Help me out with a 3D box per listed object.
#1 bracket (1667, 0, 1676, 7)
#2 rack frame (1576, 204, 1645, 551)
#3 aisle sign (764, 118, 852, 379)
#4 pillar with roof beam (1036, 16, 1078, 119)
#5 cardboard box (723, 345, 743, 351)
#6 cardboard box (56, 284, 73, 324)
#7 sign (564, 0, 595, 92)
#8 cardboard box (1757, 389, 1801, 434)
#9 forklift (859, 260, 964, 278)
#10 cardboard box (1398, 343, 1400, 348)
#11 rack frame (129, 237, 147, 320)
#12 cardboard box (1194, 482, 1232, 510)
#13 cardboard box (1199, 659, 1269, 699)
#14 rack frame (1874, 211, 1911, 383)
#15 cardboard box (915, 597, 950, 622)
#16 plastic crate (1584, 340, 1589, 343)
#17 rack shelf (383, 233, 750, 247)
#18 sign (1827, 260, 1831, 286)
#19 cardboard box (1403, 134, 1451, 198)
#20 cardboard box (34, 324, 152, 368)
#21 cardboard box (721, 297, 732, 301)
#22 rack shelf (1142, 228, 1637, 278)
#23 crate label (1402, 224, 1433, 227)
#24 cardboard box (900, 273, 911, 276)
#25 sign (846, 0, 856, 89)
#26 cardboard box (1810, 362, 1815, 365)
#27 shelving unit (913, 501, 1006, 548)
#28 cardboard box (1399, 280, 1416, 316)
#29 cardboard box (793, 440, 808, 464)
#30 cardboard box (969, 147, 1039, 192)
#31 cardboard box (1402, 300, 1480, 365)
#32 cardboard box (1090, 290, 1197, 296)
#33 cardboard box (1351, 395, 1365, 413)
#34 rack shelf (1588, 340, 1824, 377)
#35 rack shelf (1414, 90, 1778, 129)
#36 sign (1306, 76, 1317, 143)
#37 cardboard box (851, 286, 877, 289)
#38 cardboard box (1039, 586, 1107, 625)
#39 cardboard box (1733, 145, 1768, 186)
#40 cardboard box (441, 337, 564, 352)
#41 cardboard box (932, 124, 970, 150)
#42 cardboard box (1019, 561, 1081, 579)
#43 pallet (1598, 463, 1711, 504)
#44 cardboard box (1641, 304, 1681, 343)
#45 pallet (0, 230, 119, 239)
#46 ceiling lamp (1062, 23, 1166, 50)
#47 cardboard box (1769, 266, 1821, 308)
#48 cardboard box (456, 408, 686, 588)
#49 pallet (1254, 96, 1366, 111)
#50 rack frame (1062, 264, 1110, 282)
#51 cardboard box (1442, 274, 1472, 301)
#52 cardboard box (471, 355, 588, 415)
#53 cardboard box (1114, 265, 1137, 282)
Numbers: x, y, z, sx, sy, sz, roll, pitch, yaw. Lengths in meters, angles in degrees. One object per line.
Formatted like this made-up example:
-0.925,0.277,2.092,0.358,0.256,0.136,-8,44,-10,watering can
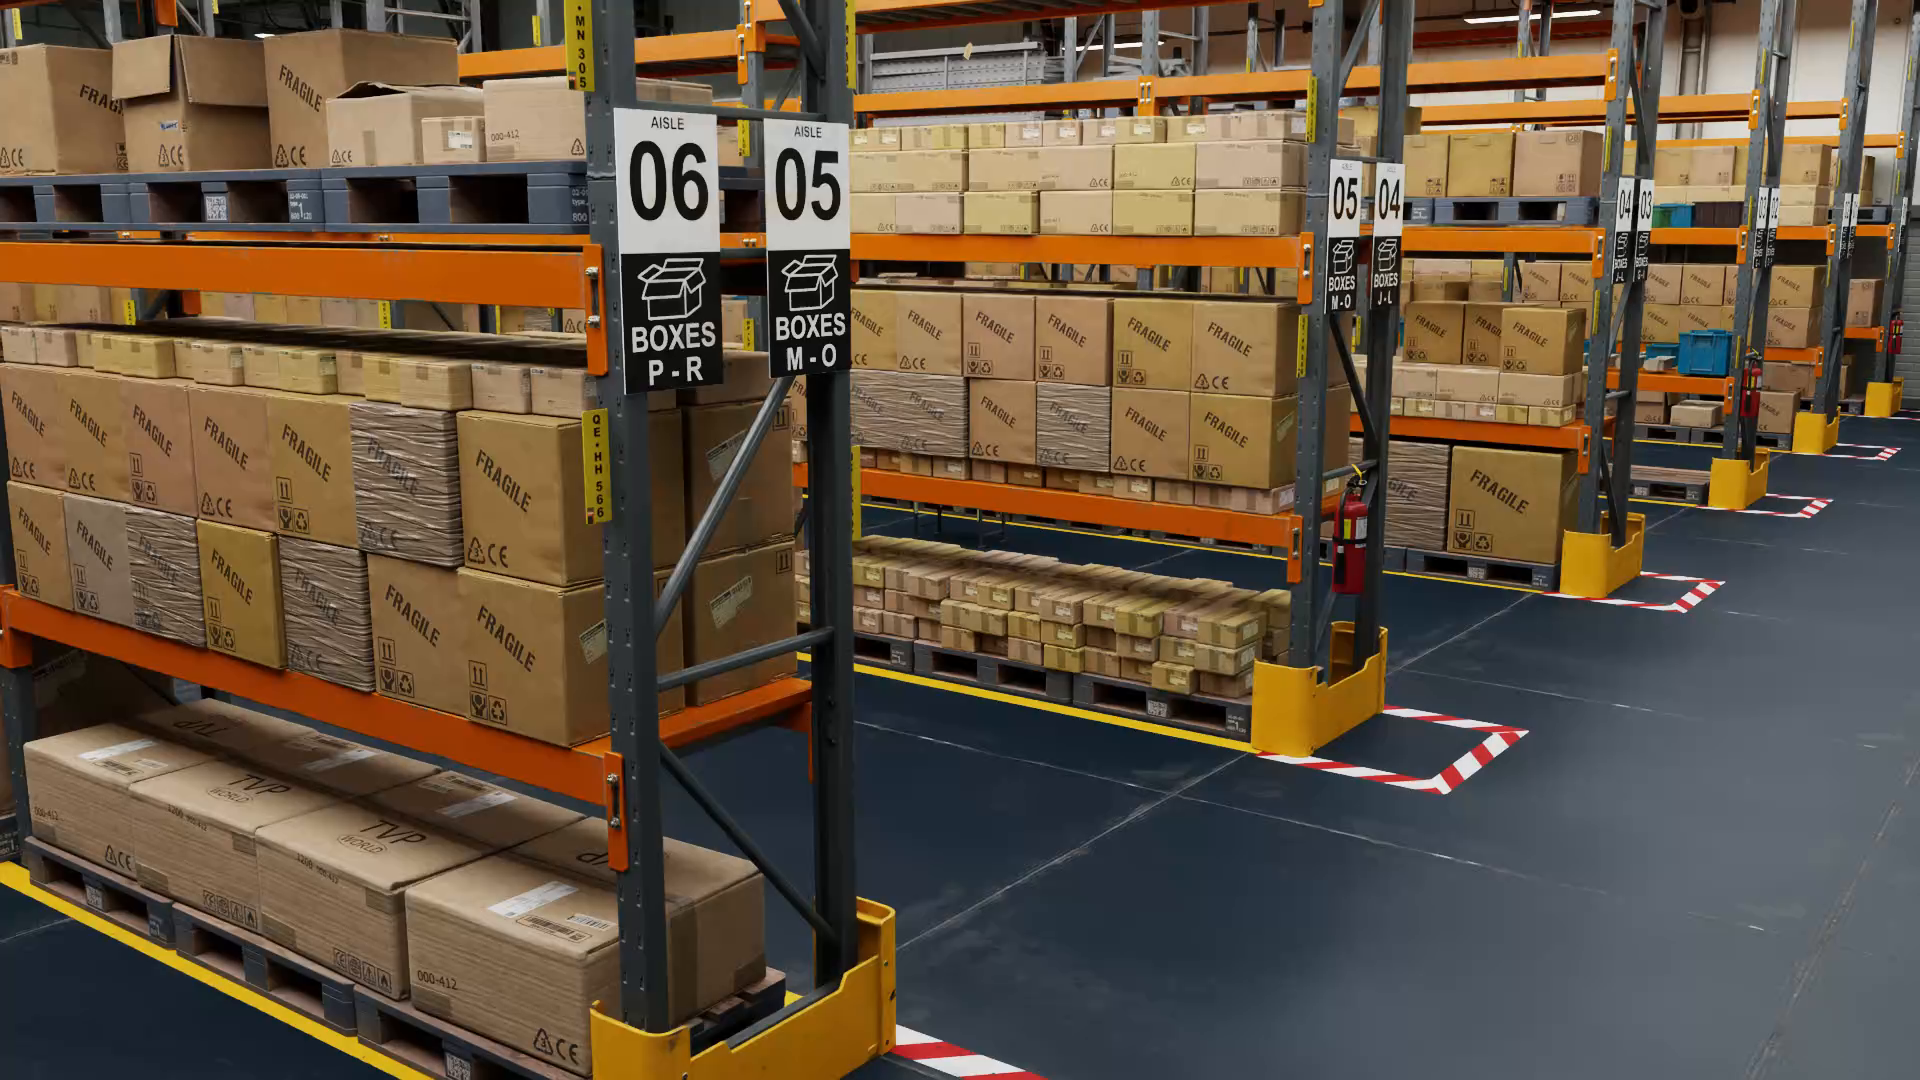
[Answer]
11.263,-8.608,26.575,0.430,0.232,0.235,8,13,36,bracket
5.160,-1.125,13.165,0.127,3.000,1.000,8,13,36,rack frame
-0.476,-0.920,5.264,0.004,0.787,0.394,8,13,36,aisle sign
-0.412,-7.538,30.524,0.548,9.000,9.100,8,13,36,pillar with roof beam
-1.560,-1.376,12.452,0.250,0.149,0.380,8,14,36,cardboard box
-8.672,-2.502,17.048,0.550,0.550,0.875,8,13,36,cardboard box
-1.038,-1.394,4.540,0.005,0.325,0.100,8,13,36,sign
10.443,-1.653,21.319,0.500,0.500,0.500,8,13,36,cardboard box
-0.660,-2.152,18.658,3.031,2.935,1.130,0,11,0,forklift
8.023,-3.347,29.207,0.750,0.750,0.750,8,13,35,cardboard box
-7.529,-1.726,16.273,0.127,3.000,1.000,8,13,36,rack frame
1.534,-0.280,9.463,0.250,0.149,0.380,8,13,35,cardboard box
1.595,0.790,9.671,0.250,0.149,0.380,8,14,36,cardboard box
13.956,-3.399,24.925,0.127,3.000,1.000,8,13,36,rack frame
-0.080,0.413,10.836,0.250,0.149,0.380,9,14,38,cardboard box
6.784,-2.090,18.439,0.300,0.233,0.416,8,13,36,plastic crate
-2.693,-2.171,12.569,4.000,0.370,1.077,8,13,36,rack shelf
10.682,-3.282,20.435,0.005,0.325,0.100,8,13,36,sign
3.882,-3.084,13.766,0.500,0.500,0.700,7,13,32,cardboard box
-3.613,-0.814,6.957,0.250,0.149,0.380,8,14,36,cardboard box
-3.060,-2.550,19.155,0.637,0.503,0.797,10,15,41,cardboard box
3.548,-2.469,14.111,4.000,0.370,1.077,8,13,36,rack shelf
5.091,-3.576,18.636,0.466,0.136,0.293,8,13,36,crate label
-0.848,-4.614,29.232,0.250,0.149,0.380,7,13,34,cardboard box
-0.372,-1.632,5.383,0.005,0.325,0.100,8,13,36,sign
13.121,-2.747,25.319,0.250,0.149,0.380,8,13,35,cardboard box
-0.005,-0.737,15.111,0.755,1.500,0.431,8,13,36,shelving unit
6.342,-3.535,24.255,0.500,0.500,0.700,4,12,21,cardboard box
-1.047,-0.621,11.224,0.250,0.149,0.380,9,14,38,cardboard box
0.397,-2.208,9.946,0.500,0.250,0.500,7,13,33,cardboard box
4.109,-1.774,14.160,0.500,0.500,0.500,7,13,34,cardboard box
1.121,-1.271,10.246,0.500,0.500,0.500,8,13,34,cardboard box
3.446,-1.163,14.024,0.250,0.149,0.380,8,14,37,cardboard box
9.415,-2.512,22.233,4.000,0.370,1.077,8,13,36,rack shelf
6.480,-4.503,17.784,4.000,0.370,1.077,8,13,36,rack shelf
1.798,-2.201,8.503,0.005,0.325,0.100,8,13,36,sign
-0.862,-1.424,11.036,0.500,0.500,0.500,8,14,37,cardboard box
0.693,0.397,10.135,0.250,0.149,0.380,9,14,38,cardboard box
10.250,-4.778,21.256,0.500,0.500,0.700,8,13,36,cardboard box
-1.689,-0.662,6.170,0.250,0.149,0.380,8,14,36,cardboard box
0.041,-2.442,10.105,0.250,0.149,0.380,9,14,38,cardboard box
0.590,0.255,10.866,0.250,0.149,0.380,8,14,36,cardboard box
7.450,-0.612,17.860,1.213,0.211,1.003,8,13,36,pallet
9.279,-2.870,21.924,0.500,0.500,0.500,8,13,35,cardboard box
-4.698,-1.531,7.875,1.217,0.209,0.805,7,13,33,pallet
2.514,-10.145,28.632,2.000,3.185,0.800,8,13,36,ceiling lamp
10.505,-3.189,20.939,0.500,0.500,0.500,8,13,35,cardboard box
-1.235,-0.165,5.311,0.500,0.500,0.500,9,14,37,cardboard box
4.183,-5.077,19.352,1.213,0.211,1.003,8,13,36,pallet
1.644,-2.782,21.734,0.127,3.000,1.000,8,13,36,rack frame
8.564,-4.294,28.448,0.500,0.500,0.500,8,13,35,cardboard box
-1.332,-0.500,5.336,0.250,0.149,0.380,8,14,37,cardboard box
3.314,-5.114,32.155,0.500,0.500,0.500,8,13,35,cardboard box
